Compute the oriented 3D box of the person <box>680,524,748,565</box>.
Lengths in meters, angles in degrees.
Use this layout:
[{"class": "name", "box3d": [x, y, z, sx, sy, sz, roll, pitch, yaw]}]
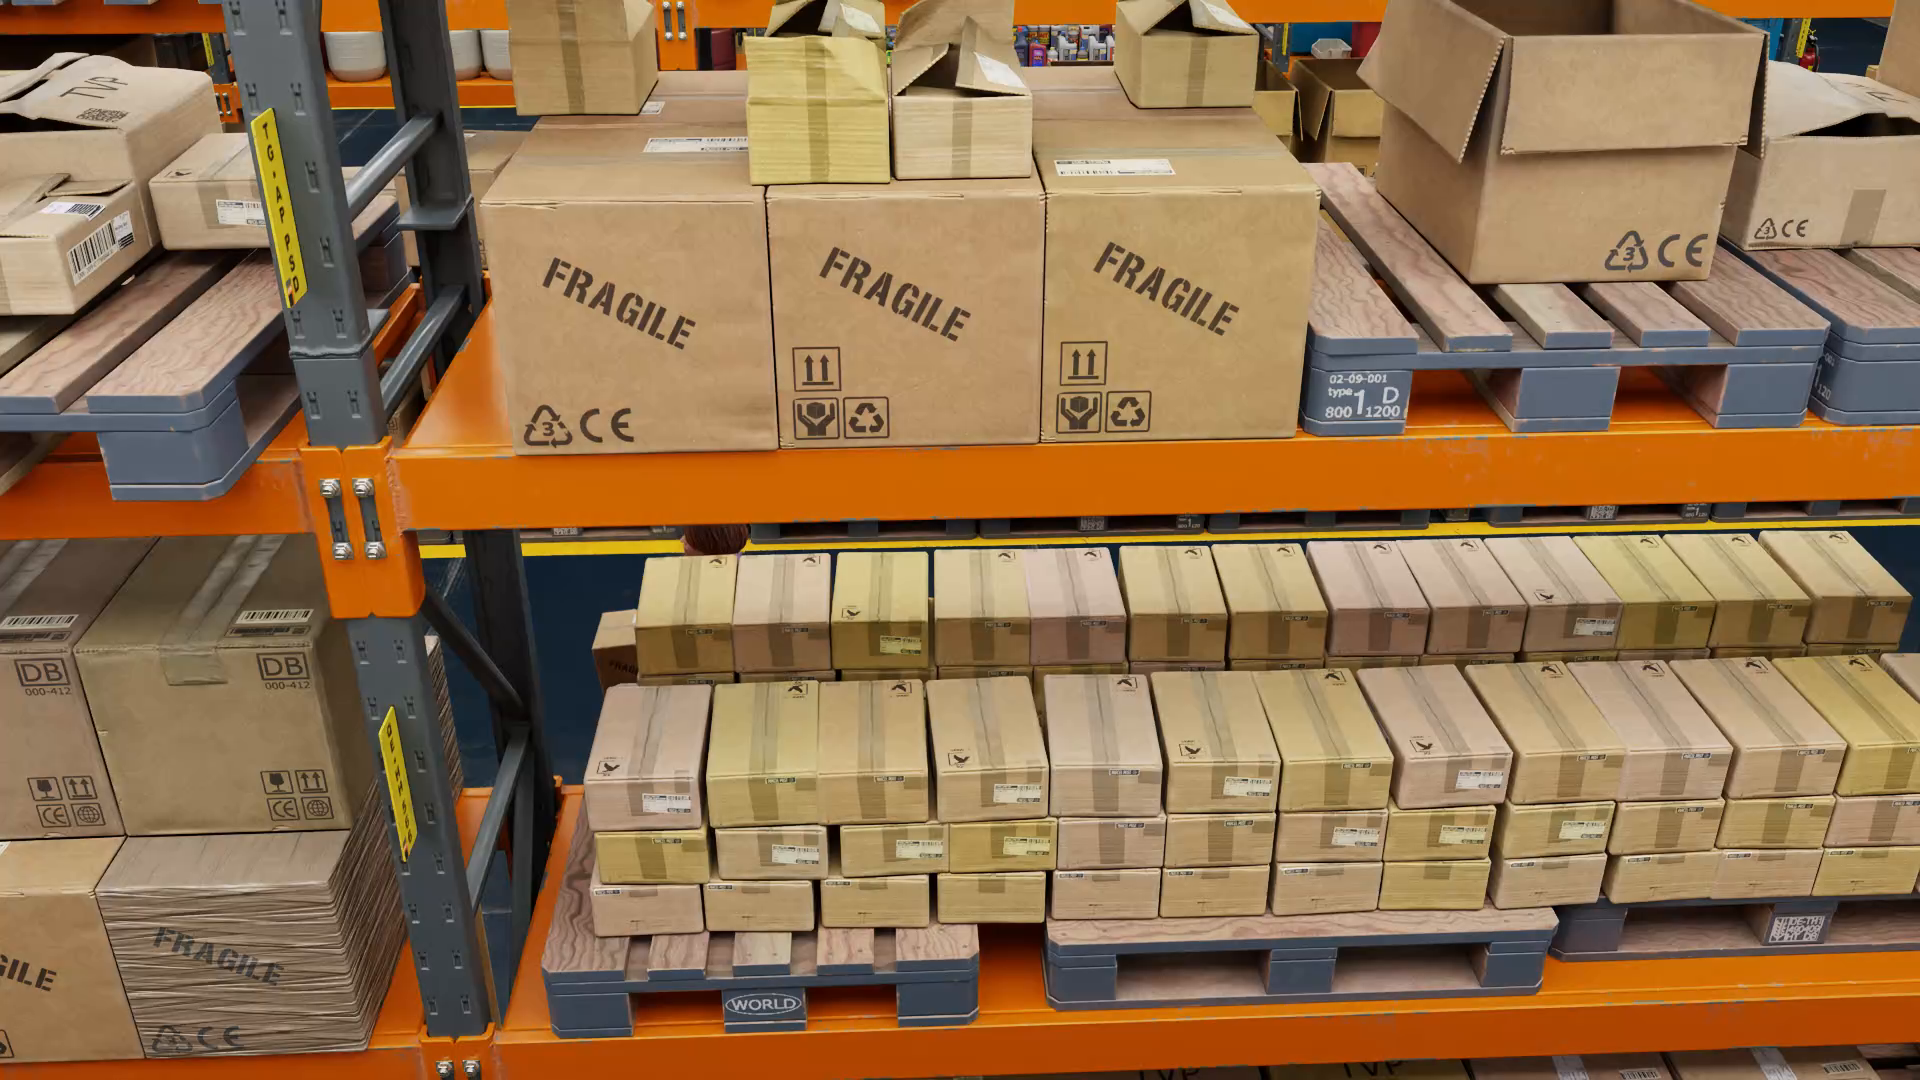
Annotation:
[{"class": "person", "box3d": [-0.976, 0.574, 6.071, 0.489, 1.578, 0.405, -1, 28, -2]}]
